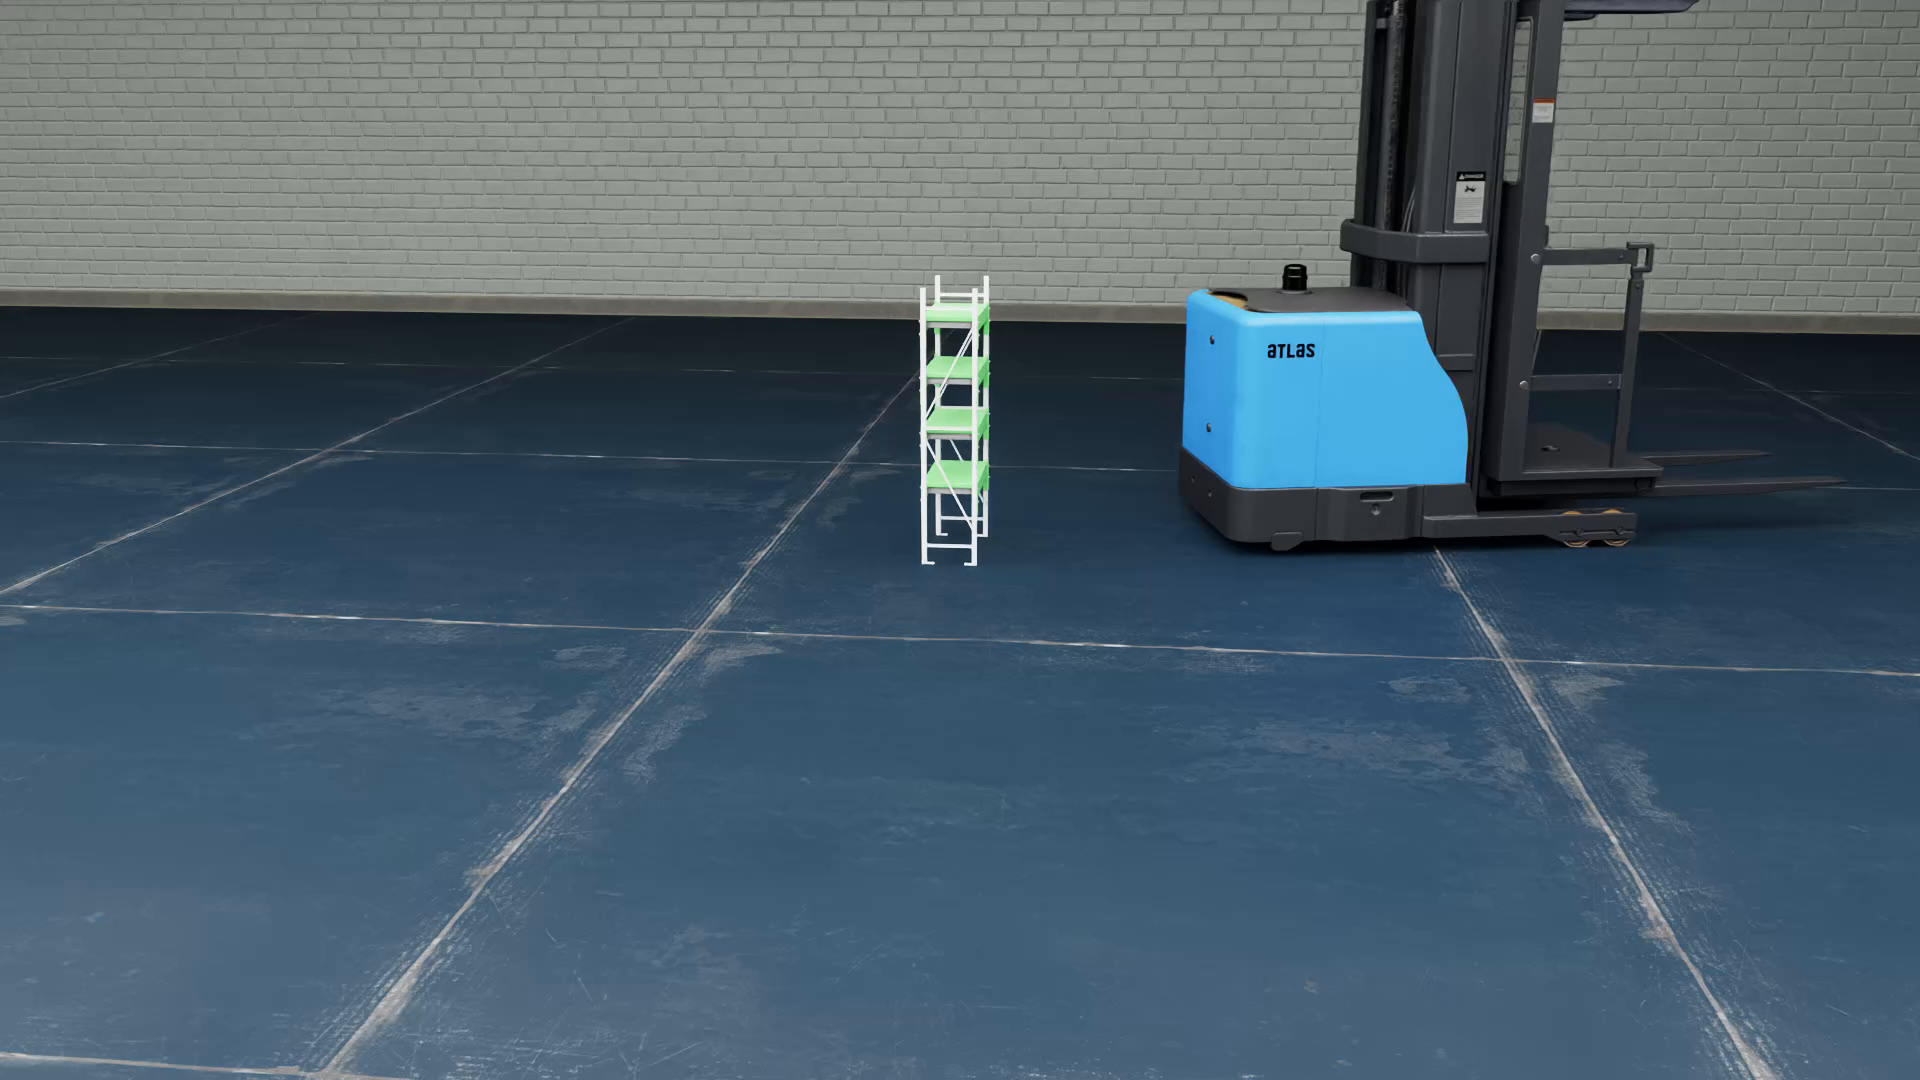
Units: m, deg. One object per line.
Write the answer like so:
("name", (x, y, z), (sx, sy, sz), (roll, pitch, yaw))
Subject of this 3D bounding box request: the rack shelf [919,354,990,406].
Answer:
("rack shelf", (-0.019, -0.706, 7.301), (0.258, 0.148, 0.480), (2, 15, 6))

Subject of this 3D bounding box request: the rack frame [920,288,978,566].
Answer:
("rack frame", (-0.046, -0.473, 7.113), (0.240, 1.200, 0.015), (2, 15, 6))

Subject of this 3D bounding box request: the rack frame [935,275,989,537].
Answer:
("rack frame", (0.009, -0.600, 7.581), (0.240, 1.200, 0.015), (2, 15, 6))

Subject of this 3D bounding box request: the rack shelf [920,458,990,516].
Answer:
("rack shelf", (-0.019, -0.243, 7.426), (0.258, 0.148, 0.480), (2, 15, 6))

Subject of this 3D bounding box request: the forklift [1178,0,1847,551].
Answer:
("forklift", (2.636, -1.514, 7.647), (3.031, 2.935, 1.130), (-2, 15, -7))

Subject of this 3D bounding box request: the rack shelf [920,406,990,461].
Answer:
("rack shelf", (-0.019, -0.475, 7.363), (0.258, 0.148, 0.480), (2, 15, 6))

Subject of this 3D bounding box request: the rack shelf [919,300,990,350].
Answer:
("rack shelf", (-0.019, -0.938, 7.238), (0.258, 0.148, 0.480), (2, 15, 6))

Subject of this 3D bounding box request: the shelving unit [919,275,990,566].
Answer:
("shelving unit", (-0.019, -0.536, 7.347), (0.258, 1.200, 0.503), (2, 15, 6))
